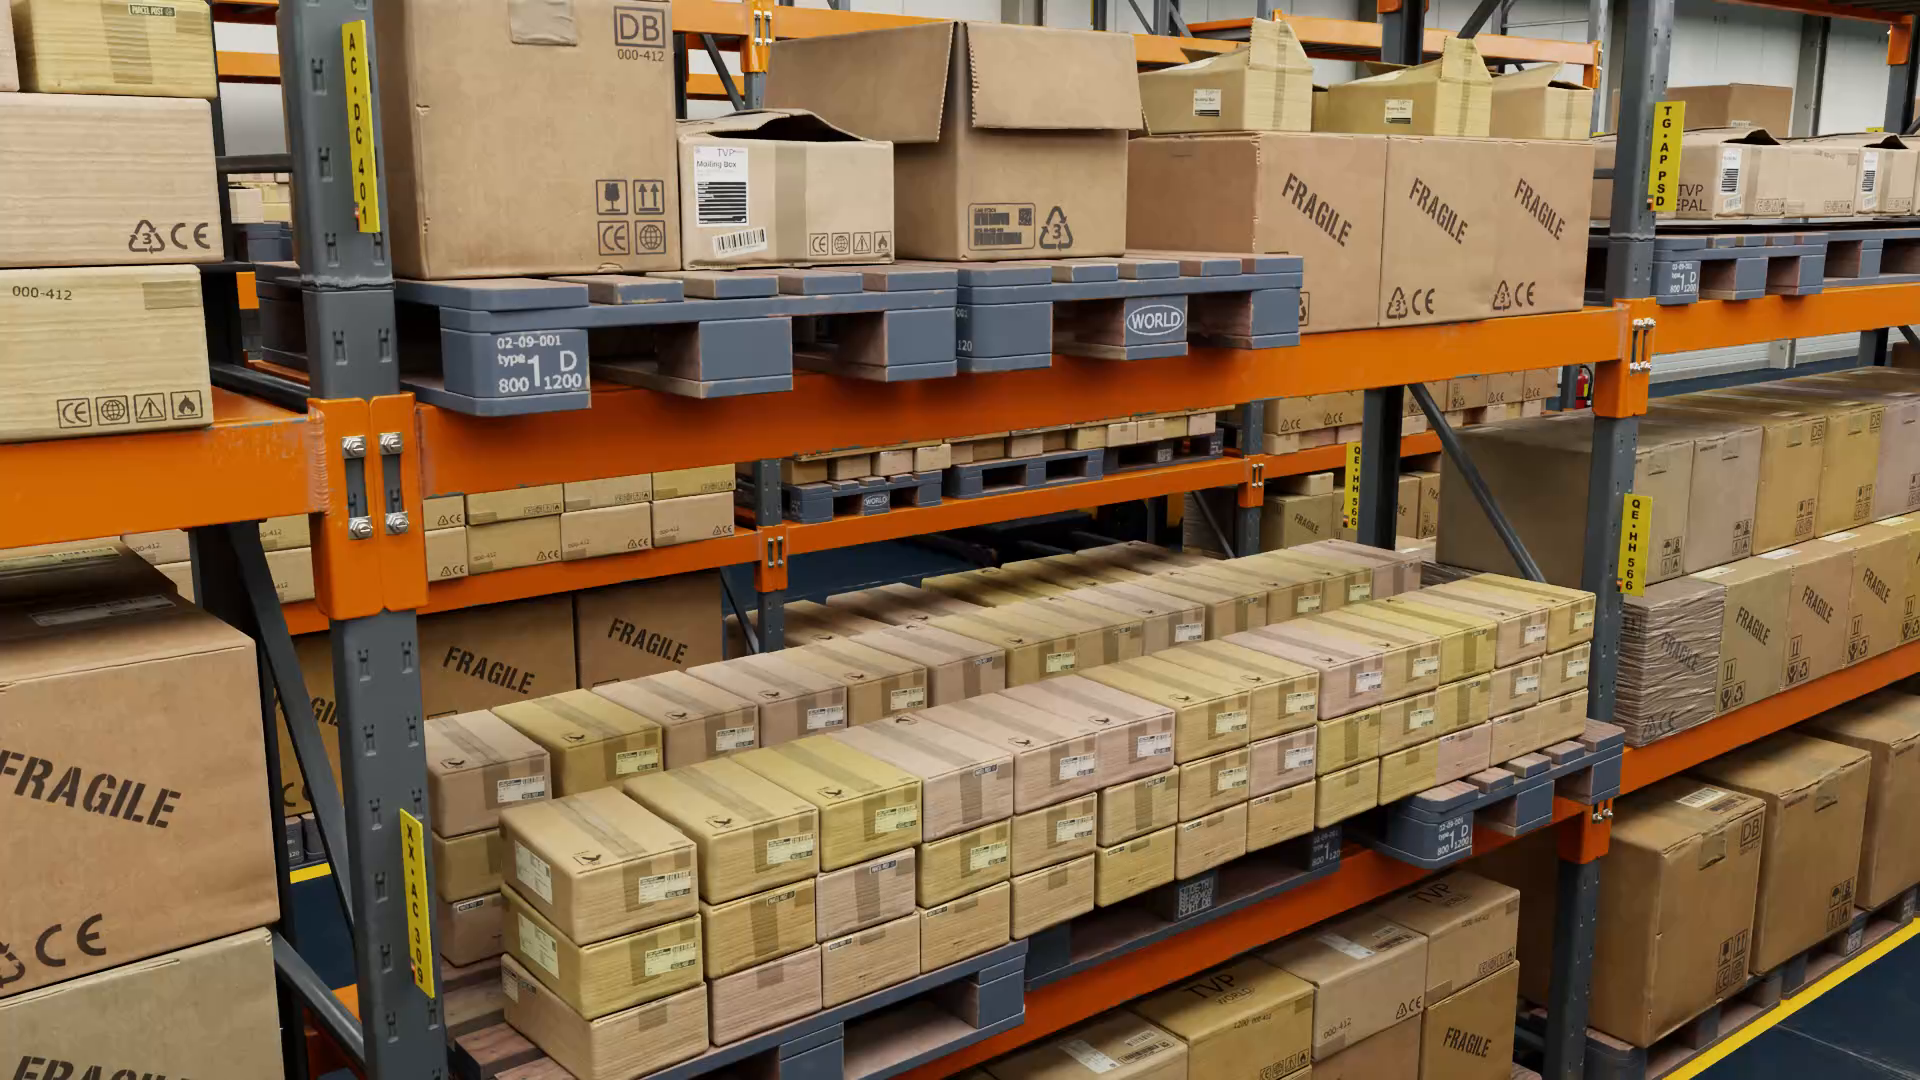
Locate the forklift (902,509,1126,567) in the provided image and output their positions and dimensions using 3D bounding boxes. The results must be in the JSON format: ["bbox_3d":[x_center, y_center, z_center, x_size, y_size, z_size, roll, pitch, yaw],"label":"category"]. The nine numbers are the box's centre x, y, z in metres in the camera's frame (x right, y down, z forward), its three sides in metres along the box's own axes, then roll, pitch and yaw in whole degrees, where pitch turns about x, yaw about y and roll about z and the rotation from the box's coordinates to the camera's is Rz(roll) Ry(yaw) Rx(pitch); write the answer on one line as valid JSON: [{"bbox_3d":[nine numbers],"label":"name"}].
[{"bbox_3d":[0.454,-1.319,14.404,1.130,2.935,3.031,-10,15,-38],"label":"forklift"}]

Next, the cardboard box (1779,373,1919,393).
[{"bbox_3d":[4.160,-0.467,7.580,0.500,0.500,0.700,-10,15,-39],"label":"cardboard box"}]

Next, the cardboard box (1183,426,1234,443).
[{"bbox_3d":[1.833,-0.820,12.493,0.250,0.149,0.380,-10,15,-38],"label":"cardboard box"}]

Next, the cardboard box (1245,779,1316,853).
[{"bbox_3d":[0.718,0.679,4.424,0.250,0.149,0.380,-9,15,-36],"label":"cardboard box"}]

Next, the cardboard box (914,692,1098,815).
[{"bbox_3d":[0.104,0.491,3.877,0.250,0.149,0.380,-10,15,-38],"label":"cardboard box"}]

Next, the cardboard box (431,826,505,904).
[{"bbox_3d":[-1.115,0.665,3.775,0.250,0.149,0.380,-9,15,-36],"label":"cardboard box"}]

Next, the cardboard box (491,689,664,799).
[{"bbox_3d":[-0.902,0.484,3.910,0.250,0.149,0.380,-10,16,-39],"label":"cardboard box"}]

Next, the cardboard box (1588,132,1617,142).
[{"bbox_3d":[2.449,-1.405,6.386,0.500,0.311,0.500,-9,15,-38],"label":"cardboard box"}]

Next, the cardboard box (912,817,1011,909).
[{"bbox_3d":[-0.103,0.671,3.748,0.250,0.149,0.380,-10,16,-40],"label":"cardboard box"}]

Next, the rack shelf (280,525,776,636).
[{"bbox_3d":[-2.912,0.279,8.446,4.000,0.370,1.077,-9,15,-38],"label":"rack shelf"}]

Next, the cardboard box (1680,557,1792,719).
[{"bbox_3d":[2.735,0.328,6.245,0.500,0.500,0.500,-10,15,-38],"label":"cardboard box"}]

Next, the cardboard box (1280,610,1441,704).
[{"bbox_3d":[1.116,0.323,4.667,0.250,0.149,0.380,-9,15,-36],"label":"cardboard box"}]

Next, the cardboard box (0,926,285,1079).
[{"bbox_3d":[-1.504,0.891,2.877,0.500,0.500,0.500,-9,15,-38],"label":"cardboard box"}]

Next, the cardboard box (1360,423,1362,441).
[{"bbox_3d":[2.976,-0.864,12.702,0.250,0.149,0.380,-10,15,-38],"label":"cardboard box"}]

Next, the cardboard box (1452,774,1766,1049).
[{"bbox_3d":[2.352,1.288,6.367,0.750,0.750,1.050,-10,15,-38],"label":"cardboard box"}]

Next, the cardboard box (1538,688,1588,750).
[{"bbox_3d":[1.723,0.514,5.204,0.250,0.149,0.380,-9,15,-37],"label":"cardboard box"}]

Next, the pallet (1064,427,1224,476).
[{"bbox_3d":[1.085,-0.682,11.701,1.213,0.211,1.003,-9,15,-38],"label":"pallet"}]

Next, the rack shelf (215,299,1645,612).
[{"bbox_3d":[0.259,-0.398,4.415,4.000,0.370,1.077,-9,15,-38],"label":"rack shelf"}]

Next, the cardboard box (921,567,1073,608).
[{"bbox_3d":[0.264,0.481,11.076,0.625,0.372,0.950,-9,15,-36],"label":"cardboard box"}]

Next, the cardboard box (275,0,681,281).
[{"bbox_3d":[-0.938,-0.776,3.212,0.500,0.500,0.700,-9,15,-38],"label":"cardboard box"}]

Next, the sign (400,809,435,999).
[{"bbox_3d":[-0.958,0.640,2.930,0.005,0.325,0.100,-9,15,-38],"label":"sign"}]

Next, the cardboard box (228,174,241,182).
[{"bbox_3d":[-5.356,-2.643,11.941,0.250,0.149,0.380,-10,15,-39],"label":"cardboard box"}]

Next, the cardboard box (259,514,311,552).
[{"bbox_3d":[-3.154,-0.129,7.794,0.500,0.250,0.500,-9,15,-37],"label":"cardboard box"}]

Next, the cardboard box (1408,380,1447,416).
[{"bbox_3d":[3.450,-1.258,12.998,0.500,0.500,0.500,-9,15,-37],"label":"cardboard box"}]

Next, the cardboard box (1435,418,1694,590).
[{"bbox_3d":[2.177,-0.137,6.026,0.500,0.500,0.700,-10,15,-38],"label":"cardboard box"}]

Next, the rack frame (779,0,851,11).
[{"bbox_3d":[-1.331,-4.590,15.203,0.127,3.000,1.000,-9,15,-38],"label":"rack frame"}]

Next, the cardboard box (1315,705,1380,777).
[{"bbox_3d":[0.917,0.501,4.546,0.250,0.149,0.380,-10,15,-38],"label":"cardboard box"}]

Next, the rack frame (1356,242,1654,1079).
[{"bbox_3d":[1.821,0.457,5.874,0.127,3.000,1.000,-9,15,-38],"label":"rack frame"}]

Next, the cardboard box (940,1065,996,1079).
[{"bbox_3d":[-0.146,1.504,4.145,0.500,0.250,0.500,-9,15,-36],"label":"cardboard box"}]

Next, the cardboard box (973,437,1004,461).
[{"bbox_3d":[0.067,-0.605,10.473,0.250,0.149,0.380,-9,15,-35],"label":"cardboard box"}]

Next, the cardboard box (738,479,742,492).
[{"bbox_3d":[-2.342,-0.531,15.234,0.625,0.625,0.875,-10,15,-38],"label":"cardboard box"}]

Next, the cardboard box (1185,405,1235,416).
[{"bbox_3d":[1.555,-1.154,11.495,0.500,0.500,0.500,-10,15,-39],"label":"cardboard box"}]

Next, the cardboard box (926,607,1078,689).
[{"bbox_3d":[0.116,0.315,4.706,0.250,0.149,0.380,-10,15,-38],"label":"cardboard box"}]

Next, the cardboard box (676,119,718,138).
[{"bbox_3d":[-1.551,-1.982,8.882,0.637,0.503,0.797,-11,16,-41],"label":"cardboard box"}]

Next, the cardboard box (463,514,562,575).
[{"bbox_3d":[-2.376,-0.020,8.482,0.500,0.250,0.500,-10,15,-38],"label":"cardboard box"}]

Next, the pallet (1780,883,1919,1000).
[{"bbox_3d":[3.435,1.574,7.329,1.213,0.211,1.003,-9,15,-38],"label":"pallet"}]

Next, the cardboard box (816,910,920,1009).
[{"bbox_3d":[-0.297,0.849,3.625,0.250,0.149,0.380,-9,15,-37],"label":"cardboard box"}]

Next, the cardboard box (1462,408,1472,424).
[{"bbox_3d":[3.926,-1.035,13.507,0.250,0.149,0.380,-9,15,-37],"label":"cardboard box"}]

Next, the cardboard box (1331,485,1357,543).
[{"bbox_3d":[2.813,-0.183,12.692,0.500,0.500,0.500,-9,15,-35],"label":"cardboard box"}]

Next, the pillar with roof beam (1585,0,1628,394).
[{"bbox_3d":[12.745,-6.024,21.955,0.400,9.000,9.100,-9,15,-38],"label":"pillar with roof beam"}]

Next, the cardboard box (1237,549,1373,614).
[{"bbox_3d":[1.131,0.148,5.494,0.250,0.149,0.380,-10,16,-39],"label":"cardboard box"}]

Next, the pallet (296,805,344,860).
[{"bbox_3d":[-2.965,1.279,8.717,1.213,0.211,1.003,-9,15,-38],"label":"pallet"}]

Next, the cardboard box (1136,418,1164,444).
[{"bbox_3d":[1.148,-0.752,11.162,0.250,0.149,0.380,-10,15,-39],"label":"cardboard box"}]

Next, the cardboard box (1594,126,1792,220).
[{"bbox_3d":[2.523,-1.279,5.792,0.500,0.311,0.500,-9,15,-38],"label":"cardboard box"}]

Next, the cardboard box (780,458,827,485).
[{"bbox_3d":[-0.981,-0.427,9.632,0.250,0.149,0.380,-11,16,-41],"label":"cardboard box"}]

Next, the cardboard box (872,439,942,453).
[{"bbox_3d":[-0.452,-0.822,9.930,0.500,0.500,0.500,-8,15,-35],"label":"cardboard box"}]

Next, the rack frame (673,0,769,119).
[{"bbox_3d":[-1.351,-3.267,8.970,0.127,3.000,1.000,-9,15,-38],"label":"rack frame"}]

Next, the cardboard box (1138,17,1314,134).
[{"bbox_3d":[0.676,-1.168,4.225,0.258,0.266,0.396,-9,15,-38],"label":"cardboard box"}]

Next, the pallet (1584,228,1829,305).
[{"bbox_3d":[2.290,-1.010,6.016,1.003,0.211,1.213,-9,15,-35],"label":"pallet"}]

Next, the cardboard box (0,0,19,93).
[{"bbox_3d":[-1.577,-0.736,2.471,0.250,0.149,0.380,-9,15,-36],"label":"cardboard box"}]

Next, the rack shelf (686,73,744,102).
[{"bbox_3d":[-2.893,-3.783,14.098,4.000,0.370,1.077,-9,15,-38],"label":"rack shelf"}]

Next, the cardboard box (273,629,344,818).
[{"bbox_3d":[-3.339,0.809,8.324,0.875,0.875,0.875,-9,15,-36],"label":"cardboard box"}]
